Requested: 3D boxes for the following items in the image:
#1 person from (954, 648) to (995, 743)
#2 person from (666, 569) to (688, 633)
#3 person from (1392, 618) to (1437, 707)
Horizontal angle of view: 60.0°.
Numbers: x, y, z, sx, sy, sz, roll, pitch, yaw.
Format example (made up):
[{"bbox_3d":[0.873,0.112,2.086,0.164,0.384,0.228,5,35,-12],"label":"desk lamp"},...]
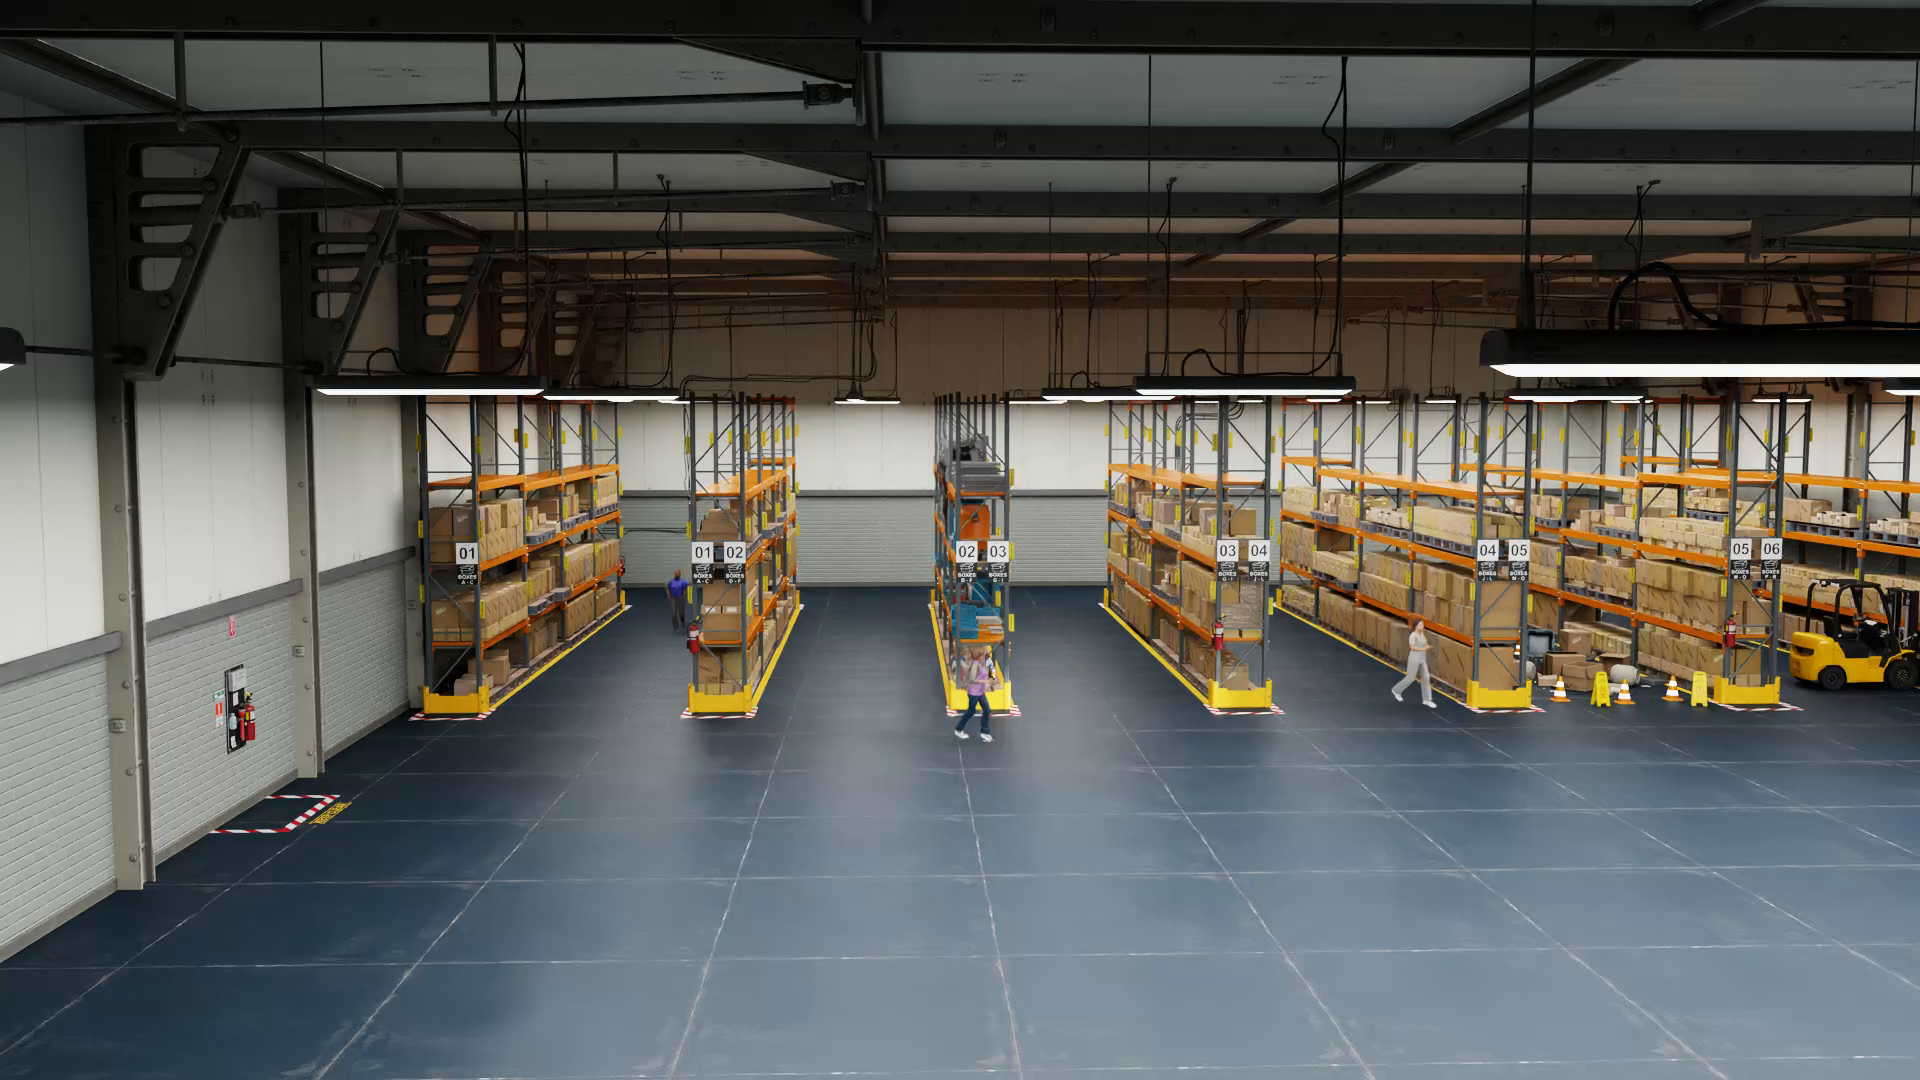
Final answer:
[{"bbox_3d":[0.248,2.656,28.393,0.729,1.639,0.524,2,5,21],"label":"person"},{"bbox_3d":[-7.175,1.541,42.194,0.576,1.604,0.592,0,5,-1],"label":"person"},{"bbox_3d":[8.695,2.316,31.741,0.560,1.660,0.969,-4,6,-40],"label":"person"}]
